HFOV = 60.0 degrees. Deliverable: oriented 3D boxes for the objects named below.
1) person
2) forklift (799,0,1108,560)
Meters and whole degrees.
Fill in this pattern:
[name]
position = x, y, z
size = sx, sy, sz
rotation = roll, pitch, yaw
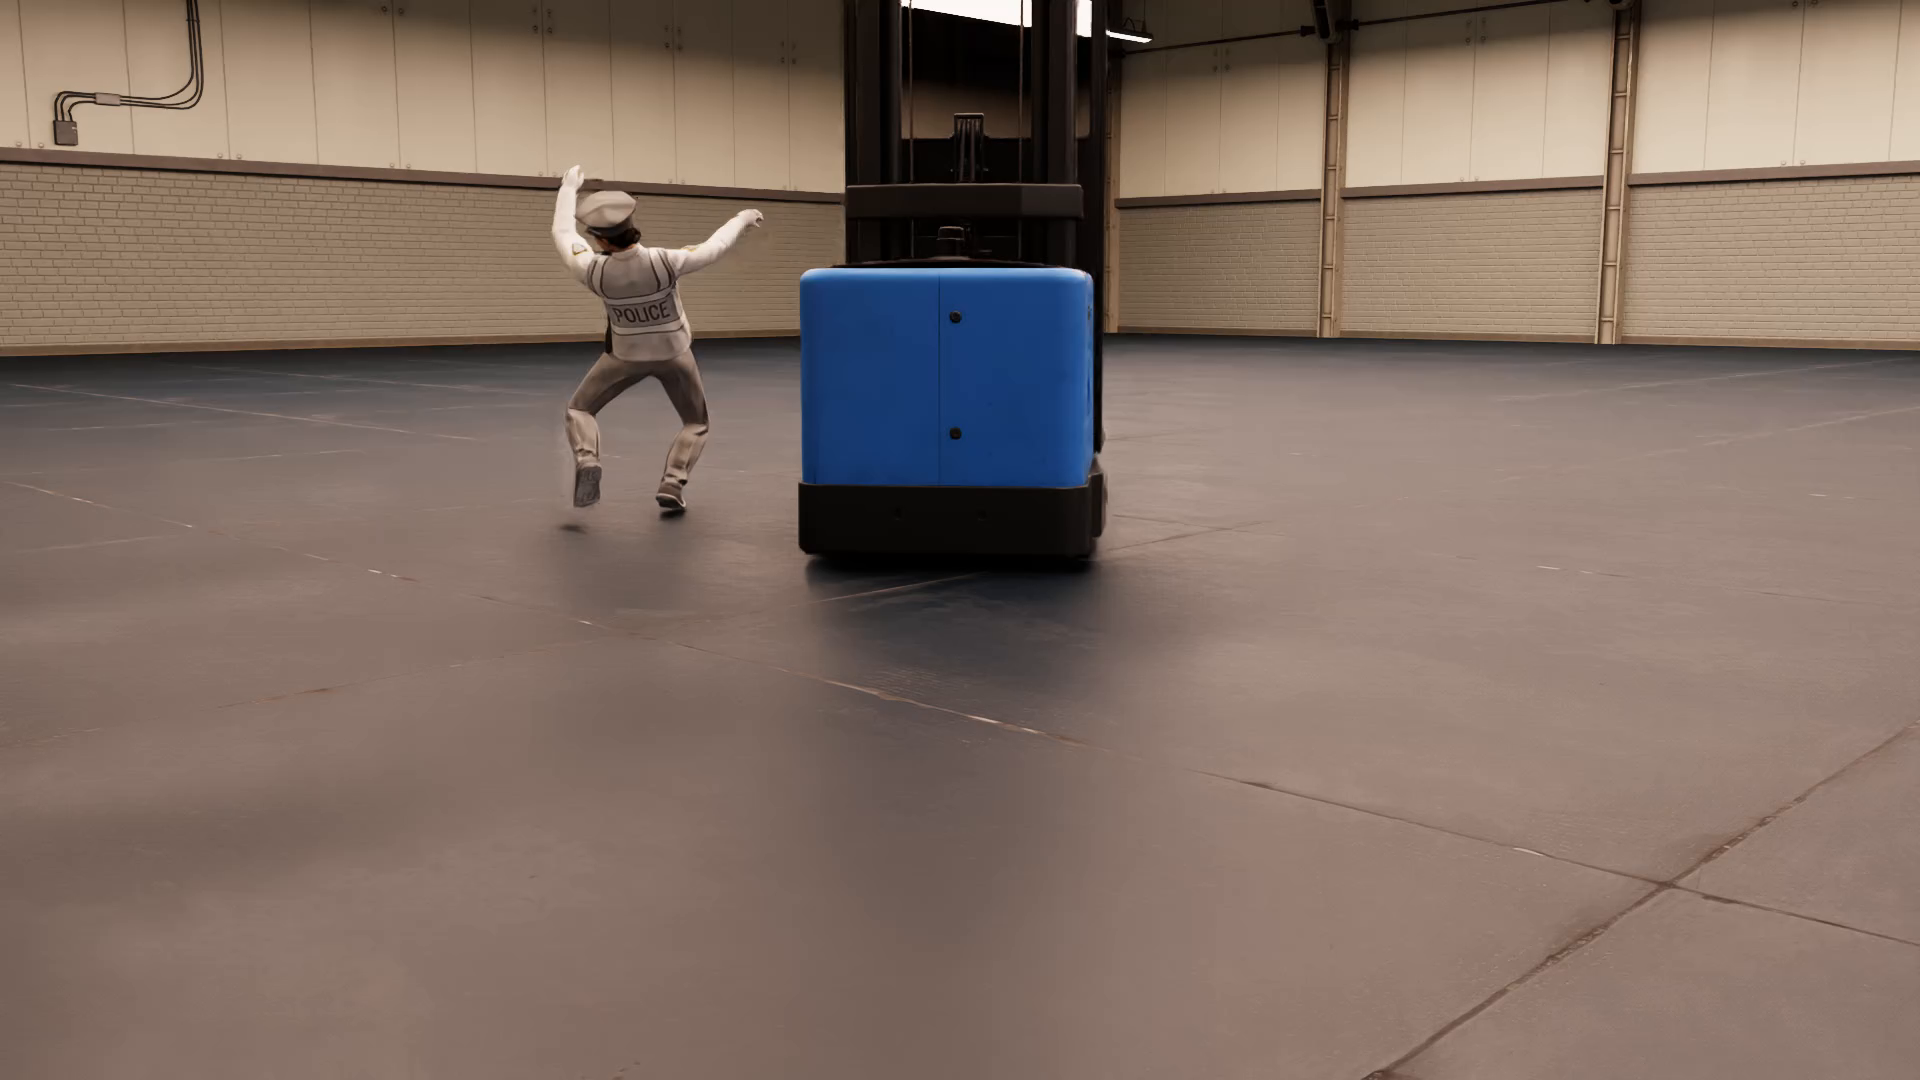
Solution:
[person]
position = -1.317, -0.892, 7.390
size = 0.946, 1.549, 0.683
rotation = -2, 9, -11
[forklift]
position = 0.090, -1.554, 7.195
size = 1.130, 2.935, 3.031
rotation = 1, 9, 6
